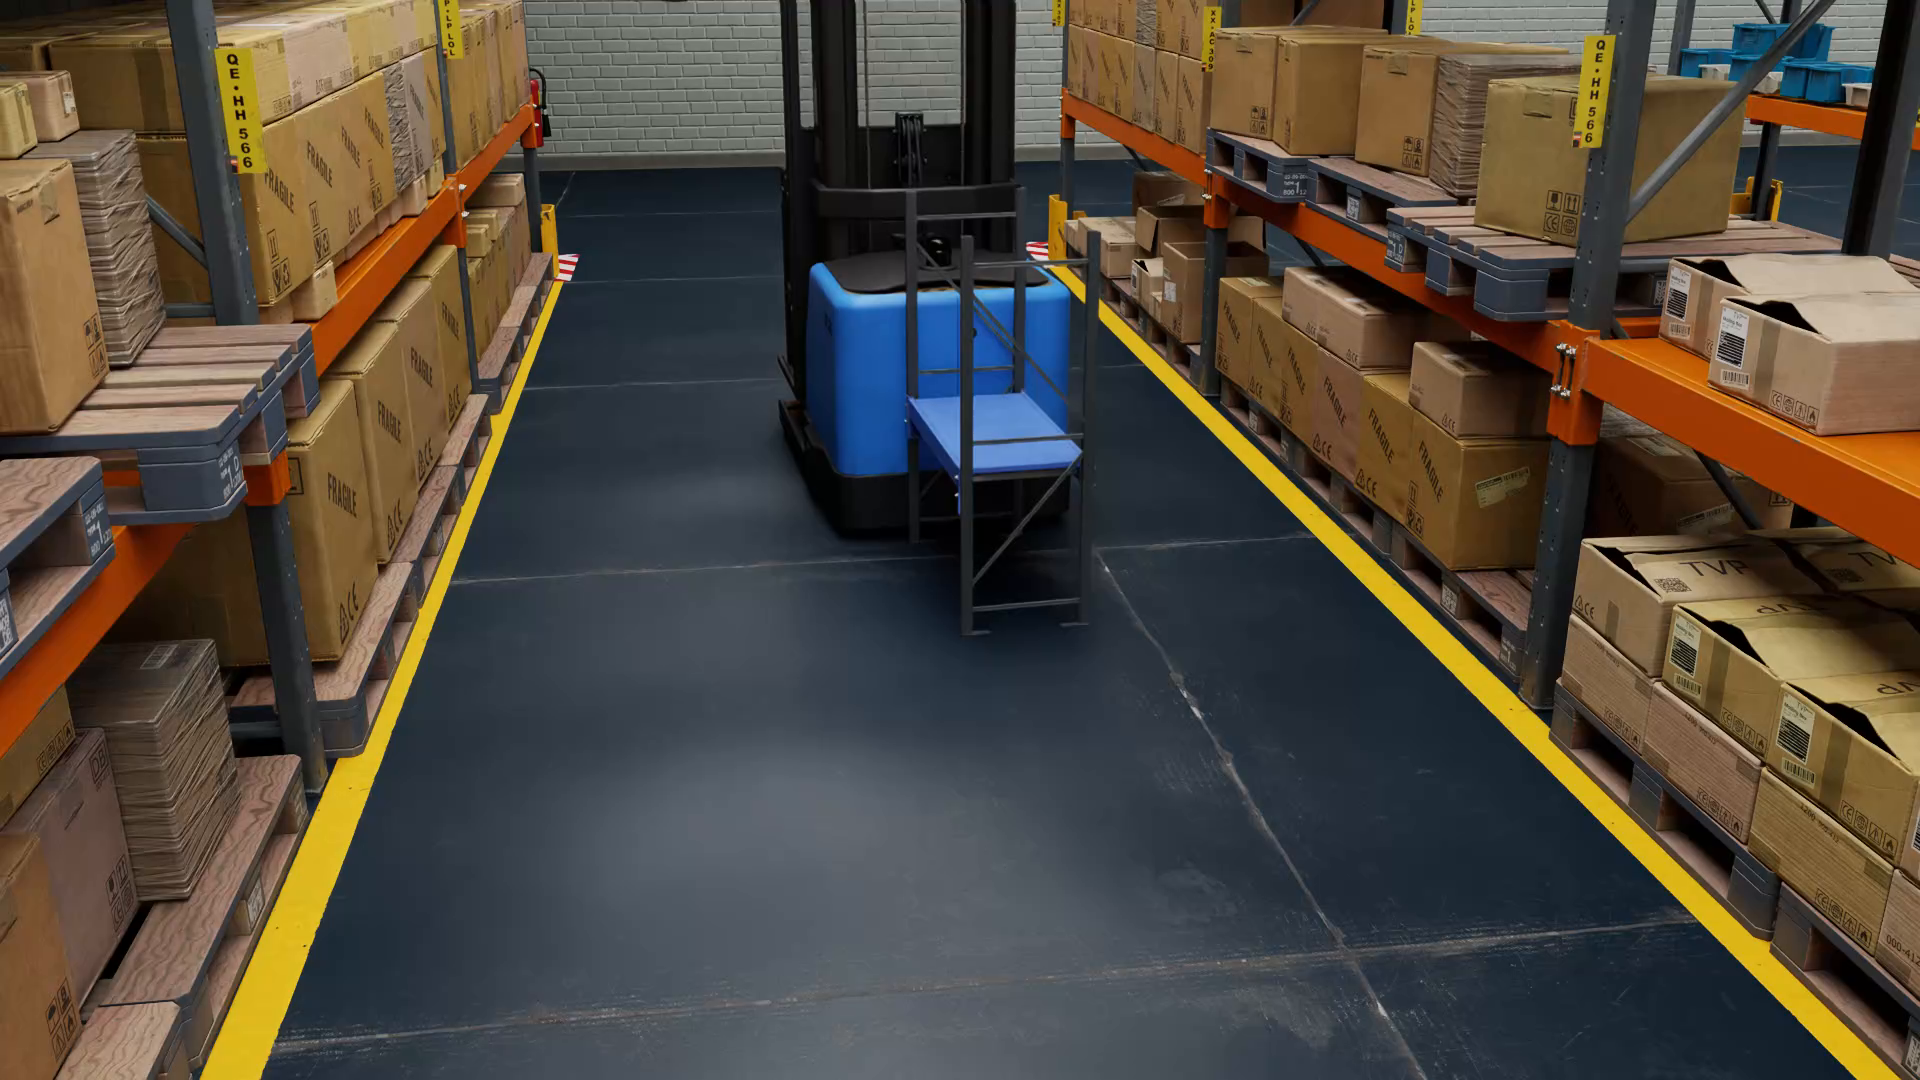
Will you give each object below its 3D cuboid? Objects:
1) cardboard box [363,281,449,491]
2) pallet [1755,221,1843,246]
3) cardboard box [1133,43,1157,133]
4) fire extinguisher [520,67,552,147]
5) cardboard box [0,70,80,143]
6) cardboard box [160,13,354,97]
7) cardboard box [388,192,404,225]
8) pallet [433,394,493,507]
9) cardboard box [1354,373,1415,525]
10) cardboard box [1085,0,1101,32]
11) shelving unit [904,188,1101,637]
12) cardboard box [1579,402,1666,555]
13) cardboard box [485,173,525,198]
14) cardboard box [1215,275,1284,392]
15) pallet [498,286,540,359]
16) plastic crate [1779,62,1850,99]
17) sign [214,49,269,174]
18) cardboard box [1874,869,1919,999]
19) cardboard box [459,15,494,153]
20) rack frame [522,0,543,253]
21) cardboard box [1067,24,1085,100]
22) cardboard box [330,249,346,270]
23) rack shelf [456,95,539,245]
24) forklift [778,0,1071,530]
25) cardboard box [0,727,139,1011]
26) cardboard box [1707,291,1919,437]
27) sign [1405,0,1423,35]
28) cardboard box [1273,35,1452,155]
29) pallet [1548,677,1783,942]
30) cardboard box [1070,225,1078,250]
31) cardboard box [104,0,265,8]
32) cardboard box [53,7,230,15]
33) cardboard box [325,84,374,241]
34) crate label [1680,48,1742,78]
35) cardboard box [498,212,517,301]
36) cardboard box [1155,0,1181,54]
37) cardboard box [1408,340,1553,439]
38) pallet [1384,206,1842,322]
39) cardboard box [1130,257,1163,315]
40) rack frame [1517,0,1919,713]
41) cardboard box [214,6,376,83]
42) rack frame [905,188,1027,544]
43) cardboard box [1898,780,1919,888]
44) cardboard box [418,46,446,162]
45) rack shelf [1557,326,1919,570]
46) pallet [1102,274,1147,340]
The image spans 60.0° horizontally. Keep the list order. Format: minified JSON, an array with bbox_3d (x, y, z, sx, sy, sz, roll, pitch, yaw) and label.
[{"bbox_3d":[-2.691,-0.662,7.174,0.750,0.750,0.750,-2,21,-6],"label":"cardboard box"},{"bbox_3d":[6.263,-2.290,13.044,1.003,0.211,1.213,-3,21,-8],"label":"pallet"},{"bbox_3d":[1.379,-2.813,10.318,0.500,0.500,0.500,-2,21,-7],"label":"cardboard box"},{"bbox_3d":[-3.186,-3.248,12.269,0.296,0.674,0.183,-3,21,-8],"label":"fire extinguisher"},{"bbox_3d":[-2.388,-1.053,4.049,0.380,0.149,0.250,-6,21,-15],"label":"cardboard box"},{"bbox_3d":[-2.432,-1.690,5.785,0.500,0.250,0.500,-3,21,-7],"label":"cardboard box"},{"bbox_3d":[-2.597,-1.433,7.096,0.380,0.149,0.250,-3,21,-8],"label":"cardboard box"},{"bbox_3d":[-2.859,-0.429,8.063,1.003,0.211,1.213,-3,21,-8],"label":"pallet"},{"bbox_3d":[1.992,-0.391,6.920,0.500,0.500,0.500,-4,21,-10],"label":"cardboard box"},{"bbox_3d":[1.166,-3.802,11.538,0.500,0.500,0.500,-3,21,-7],"label":"cardboard box"},{"bbox_3d":[0.136,-0.535,6.504,0.538,1.500,1.048,-4,21,-12],"label":"shelving unit"},{"bbox_3d":[2.570,-0.253,6.550,0.500,0.500,0.500,-4,21,-10],"label":"cardboard box"},{"bbox_3d":[-3.222,-2.441,11.509,0.380,0.149,0.250,-3,21,-8],"label":"cardboard box"},{"bbox_3d":[1.686,-1.105,8.832,0.500,0.500,0.500,-4,21,-10],"label":"cardboard box"},{"bbox_3d":[-3.256,-1.383,10.617,1.003,0.211,1.213,-3,21,-8],"label":"pallet"},{"bbox_3d":[6.082,-3.275,11.851,0.416,0.233,0.300,-3,21,-8],"label":"plastic crate"},{"bbox_3d":[-1.932,-1.150,4.466,0.100,0.325,0.005,-3,21,-8],"label":"sign"},{"bbox_3d":[2.446,0.954,3.705,0.500,0.250,0.500,-2,21,-7],"label":"cardboard box"},{"bbox_3d":[-3.206,-2.581,9.410,0.980,0.700,0.700,-3,21,-9],"label":"cardboard box"},{"bbox_3d":[-3.621,-3.384,11.988,1.000,3.000,0.127,-3,21,-8],"label":"rack frame"},{"bbox_3d":[1.084,-3.515,12.196,0.500,0.500,0.500,-2,21,-7],"label":"cardboard box"},{"bbox_3d":[-2.499,-1.075,6.138,0.380,0.149,0.250,-3,21,-7],"label":"cardboard box"},{"bbox_3d":[-3.333,-2.354,10.260,1.077,0.370,4.000,-3,21,-8],"label":"rack shelf"},{"bbox_3d":[-0.335,-1.900,8.113,1.130,2.935,3.031,-4,21,-12],"label":"forklift"},{"bbox_3d":[-2.353,0.782,3.779,0.700,0.500,0.500,-3,21,-8],"label":"cardboard box"},{"bbox_3d":[2.371,-0.504,4.405,0.500,0.311,0.500,-3,21,-8],"label":"cardboard box"},{"bbox_3d":[2.406,-2.821,8.829,0.100,0.325,0.005,-3,21,-8],"label":"sign"},{"bbox_3d":[1.866,-2.083,7.764,0.700,0.500,0.500,0,20,1],"label":"cardboard box"},{"bbox_3d":[2.514,0.728,4.964,1.003,0.211,1.213,-3,21,-8],"label":"pallet"},{"bbox_3d":[1.037,-2.265,12.413,0.380,0.166,0.250,-3,21,-8],"label":"cardboard box"},{"bbox_3d":[-3.077,-2.019,6.666,0.500,0.250,0.500,-4,21,-10],"label":"cardboard box"},{"bbox_3d":[-3.006,-1.838,6.182,0.500,0.250,0.500,-3,21,-9],"label":"cardboard box"},{"bbox_3d":[-2.421,-1.344,5.931,0.500,0.500,0.500,-3,21,-8],"label":"cardboard box"},{"bbox_3d":[5.892,-3.731,13.072,0.416,0.233,0.303,-3,21,-8],"label":"crate label"},{"bbox_3d":[-3.276,-1.825,10.787,0.700,0.500,0.500,-4,21,-10],"label":"cardboard box"},{"bbox_3d":[1.451,-3.104,9.669,0.500,0.500,0.500,-3,21,-9],"label":"cardboard box"},{"bbox_3d":[2.054,-0.583,6.361,0.500,0.250,0.500,-2,21,-6],"label":"cardboard box"},{"bbox_3d":[2.266,-1.006,5.897,1.213,0.211,1.003,-3,21,-8],"label":"pallet"},{"bbox_3d":[1.386,-1.639,10.531,0.500,0.311,0.500,-3,21,-8],"label":"cardboard box"},{"bbox_3d":[2.434,-0.865,5.245,1.000,3.000,0.127,-3,21,-8],"label":"rack frame"},{"bbox_3d":[-2.512,-1.866,6.257,0.500,0.250,0.500,-3,21,-9],"label":"cardboard box"},{"bbox_3d":[0.025,-0.708,6.969,0.500,1.500,0.032,-4,21,-12],"label":"rack frame"},{"bbox_3d":[2.449,0.696,3.594,0.500,0.311,0.500,-3,21,-8],"label":"cardboard box"},{"bbox_3d":[-2.728,-2.047,7.813,0.500,0.500,0.500,-3,21,-9],"label":"cardboard box"},{"bbox_3d":[2.722,0.165,3.517,1.077,0.370,4.000,-3,21,-8],"label":"rack shelf"},{"bbox_3d":[1.580,-1.605,11.211,1.003,0.211,1.213,-3,21,-8],"label":"pallet"}]
